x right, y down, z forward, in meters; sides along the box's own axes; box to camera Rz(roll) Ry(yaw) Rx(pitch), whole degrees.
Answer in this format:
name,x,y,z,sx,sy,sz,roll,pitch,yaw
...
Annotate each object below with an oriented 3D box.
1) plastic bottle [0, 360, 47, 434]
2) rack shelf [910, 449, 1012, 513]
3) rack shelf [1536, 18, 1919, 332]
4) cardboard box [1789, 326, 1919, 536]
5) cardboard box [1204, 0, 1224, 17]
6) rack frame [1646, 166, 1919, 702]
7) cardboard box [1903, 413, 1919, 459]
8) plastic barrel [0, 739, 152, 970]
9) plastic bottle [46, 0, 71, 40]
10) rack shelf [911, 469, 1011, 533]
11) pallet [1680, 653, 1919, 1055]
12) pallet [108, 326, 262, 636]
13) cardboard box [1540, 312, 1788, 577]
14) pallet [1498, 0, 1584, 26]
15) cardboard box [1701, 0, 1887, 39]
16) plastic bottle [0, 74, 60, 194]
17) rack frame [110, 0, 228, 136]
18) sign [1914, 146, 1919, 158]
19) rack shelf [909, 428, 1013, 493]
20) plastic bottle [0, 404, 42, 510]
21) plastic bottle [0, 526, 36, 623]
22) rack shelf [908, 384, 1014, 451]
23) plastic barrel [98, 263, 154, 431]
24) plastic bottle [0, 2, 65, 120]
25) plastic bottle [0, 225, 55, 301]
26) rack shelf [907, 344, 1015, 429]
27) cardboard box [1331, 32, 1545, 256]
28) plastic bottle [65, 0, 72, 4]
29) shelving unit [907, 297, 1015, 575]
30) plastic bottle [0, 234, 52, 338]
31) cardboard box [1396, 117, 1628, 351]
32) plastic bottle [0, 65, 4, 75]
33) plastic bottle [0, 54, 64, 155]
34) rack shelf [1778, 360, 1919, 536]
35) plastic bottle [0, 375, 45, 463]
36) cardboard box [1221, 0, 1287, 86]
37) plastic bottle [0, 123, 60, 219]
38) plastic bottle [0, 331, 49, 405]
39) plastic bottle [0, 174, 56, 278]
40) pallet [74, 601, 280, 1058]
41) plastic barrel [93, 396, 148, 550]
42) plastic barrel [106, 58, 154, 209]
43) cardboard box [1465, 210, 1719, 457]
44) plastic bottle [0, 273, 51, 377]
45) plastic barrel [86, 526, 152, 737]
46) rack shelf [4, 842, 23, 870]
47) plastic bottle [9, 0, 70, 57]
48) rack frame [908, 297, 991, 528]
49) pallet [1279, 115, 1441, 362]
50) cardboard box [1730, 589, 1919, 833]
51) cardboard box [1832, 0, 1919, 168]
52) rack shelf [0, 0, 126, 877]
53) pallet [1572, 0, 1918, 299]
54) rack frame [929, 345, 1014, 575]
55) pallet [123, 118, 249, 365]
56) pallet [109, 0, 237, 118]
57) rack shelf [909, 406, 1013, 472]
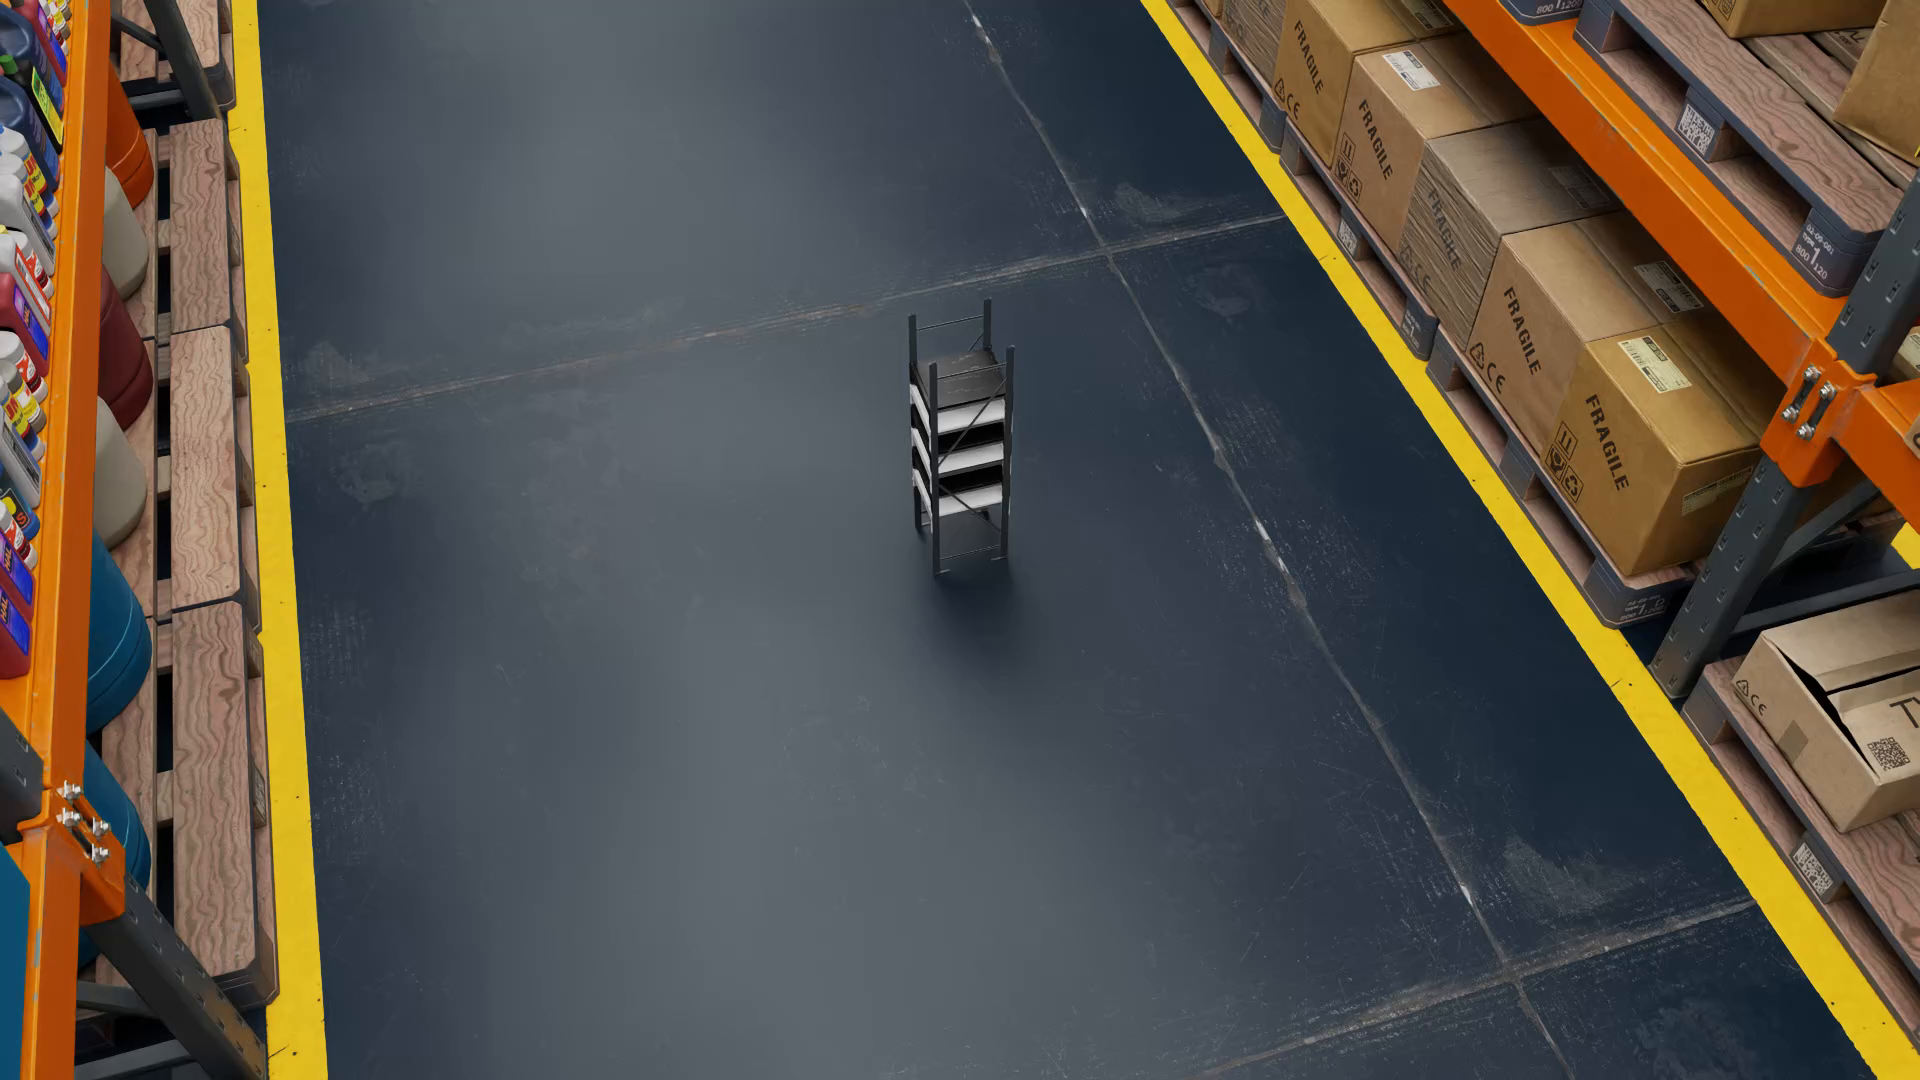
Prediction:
name,x,y,z,sx,sy,sz,roll,pitch,yaw
plastic bottle,-2.121,-0.326,3.693,0.097,0.201,0.097,0,50,0
rack shelf,0.002,-0.205,4.995,0.258,0.077,0.200,-13,51,-11
rack shelf,1.939,-1.945,5.271,0.919,0.124,3.809,-13,51,-11
cardboard box,2.620,-0.398,4.971,0.500,0.500,0.500,-15,52,-13
cardboard box,1.209,-2.514,6.755,0.500,0.500,0.500,-11,51,-9
rack frame,2.530,-0.654,3.839,1.000,3.000,0.127,-13,51,-11
cardboard box,2.421,-0.252,3.435,0.500,0.500,0.500,-12,51,-10
plastic barrel,-2.347,0.603,3.877,0.600,0.901,0.708,-13,51,-11
plastic bottle,-2.601,-1.511,4.692,0.097,0.201,0.097,0,50,0
rack shelf,0.002,-0.147,5.064,0.258,0.077,0.200,-13,51,-11
pallet,2.732,0.747,4.482,1.003,0.211,1.213,-13,51,-11
pallet,-2.755,-0.103,5.199,1.003,0.211,1.213,-13,51,-11
cardboard box,2.111,-0.285,4.876,0.500,0.500,0.500,-14,51,-11
pallet,1.927,-2.094,5.179,1.003,0.211,1.213,-13,51,-11
cardboard box,2.340,-1.706,4.386,0.700,0.500,0.500,-6,50,-5
plastic bottle,-2.419,-1.050,4.206,0.144,0.351,0.185,-13,51,-11
rack frame,-3.386,-2.458,5.360,1.000,3.000,0.127,-13,51,-11
sign,2.001,-0.899,3.288,0.100,0.325,0.005,-13,51,-11
rack shelf,0.002,-0.263,4.926,0.258,0.077,0.200,-13,51,-11
plastic bottle,-2.084,-0.188,3.528,0.152,0.276,0.135,-13,51,-11
plastic bottle,-1.943,0.040,3.331,0.061,0.283,0.133,-13,51,-11
rack shelf,0.002,-0.379,4.789,0.258,0.077,0.200,-13,51,-11
plastic barrel,-2.891,-0.638,5.128,0.600,0.588,0.708,-13,51,-11
plastic bottle,-2.513,-1.282,4.402,0.144,0.351,0.185,-13,51,-11
plastic bottle,-2.258,-0.664,3.977,0.097,0.201,0.097,0,50,0
rack shelf,0.002,-0.437,4.720,0.258,0.077,0.200,-13,51,-11
cardboard box,1.672,-1.385,5.803,0.500,0.500,0.500,-15,51,-12
plastic bottle,-2.658,-1.676,4.785,0.097,0.271,0.097,0,50,0
shelving unit,0.002,-0.284,4.901,0.258,0.900,0.210,-13,51,-11
plastic bottle,-2.249,-0.597,3.872,0.152,0.276,0.135,-13,51,-11
cardboard box,1.824,-1.015,5.491,0.500,0.500,0.500,-13,51,-11
plastic bottle,-2.484,-1.140,4.326,0.061,0.283,0.133,-13,51,-11
plastic bottle,-2.426,-1.154,4.337,0.061,0.283,0.133,-13,51,-11
rack shelf,3.122,1.039,2.883,1.077,0.370,4.000,-13,51,-11
plastic bottle,-2.092,-0.277,3.606,0.097,0.271,0.097,0,50,0
cardboard box,1.369,-2.133,6.433,0.500,0.500,0.500,-15,51,-12
plastic bottle,-2.355,-0.927,4.153,0.097,0.271,0.097,0,50,0
plastic bottle,-2.150,-0.397,3.753,0.097,0.201,0.097,0,50,0
plastic bottle,-2.318,-0.766,4.015,0.152,0.276,0.135,-13,51,-11
pallet,-2.391,0.790,4.446,1.003,0.211,1.213,-13,51,-11
plastic barrel,-2.638,-0.221,4.827,0.421,0.512,0.421,0,50,0
plastic barrel,-3.225,-1.540,5.731,0.600,0.830,0.708,-13,51,-11
cardboard box,1.972,-0.648,5.182,0.500,0.500,0.500,-13,51,-11
plastic bottle,-2.166,-0.512,3.796,0.061,0.283,0.133,-13,51,-11
plastic barrel,-2.557,0.086,4.313,0.600,0.901,0.708,-13,51,-11
rack shelf,-1.611,2.093,1.866,0.919,0.124,3.809,-13,51,-11
plastic bottle,-2.572,-1.440,4.632,0.097,0.201,0.097,0,50,0
rack frame,-0.028,-0.358,4.964,0.240,0.900,0.006,-13,51,-11
pallet,1.889,-1.233,6.151,1.003,0.211,1.213,-13,51,-11
cardboard box,2.448,0.427,4.399,0.500,0.311,0.500,-13,51,-11
cardboard box,2.604,-1.218,3.975,0.700,0.500,0.500,-30,56,-23
rack shelf,-2.794,-0.765,4.404,1.077,0.370,4.000,-13,51,-11
pallet,2.398,-1.200,4.425,1.003,0.211,1.213,-13,51,-11
rack frame,0.032,-0.210,4.838,0.240,0.900,0.006,-13,51,-11
pallet,-3.113,-0.993,5.949,1.003,0.211,1.213,-13,51,-11
pallet,-3.578,-2.134,6.911,1.003,0.211,1.213,-13,51,-11
rack shelf,0.002,-0.321,4.858,0.258,0.077,0.200,-13,51,-11
